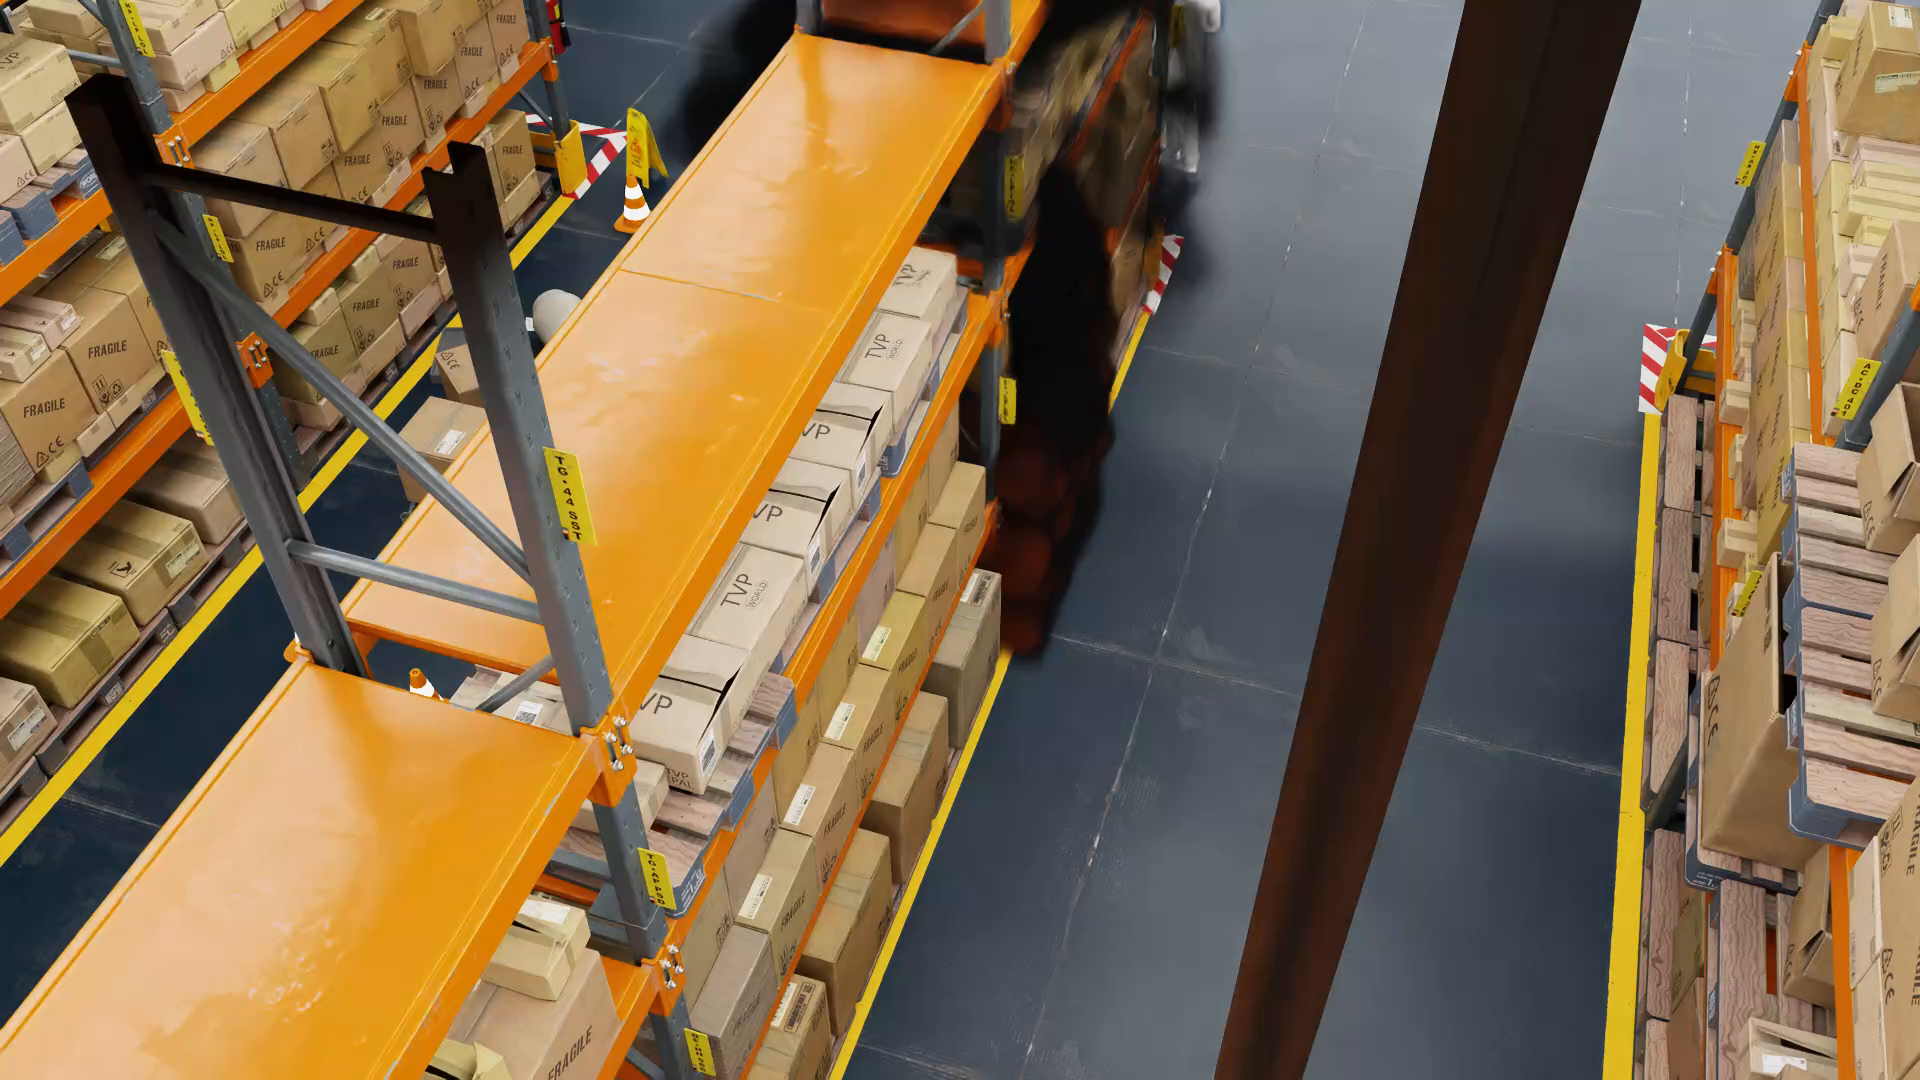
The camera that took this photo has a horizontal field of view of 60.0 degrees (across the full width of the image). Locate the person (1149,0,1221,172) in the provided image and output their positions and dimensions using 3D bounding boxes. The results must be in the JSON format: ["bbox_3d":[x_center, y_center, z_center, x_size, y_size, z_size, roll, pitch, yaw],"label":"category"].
[{"bbox_3d":[1.795,-3.871,13.691,0.697,1.854,0.765,-14,47,-13],"label":"person"}]
